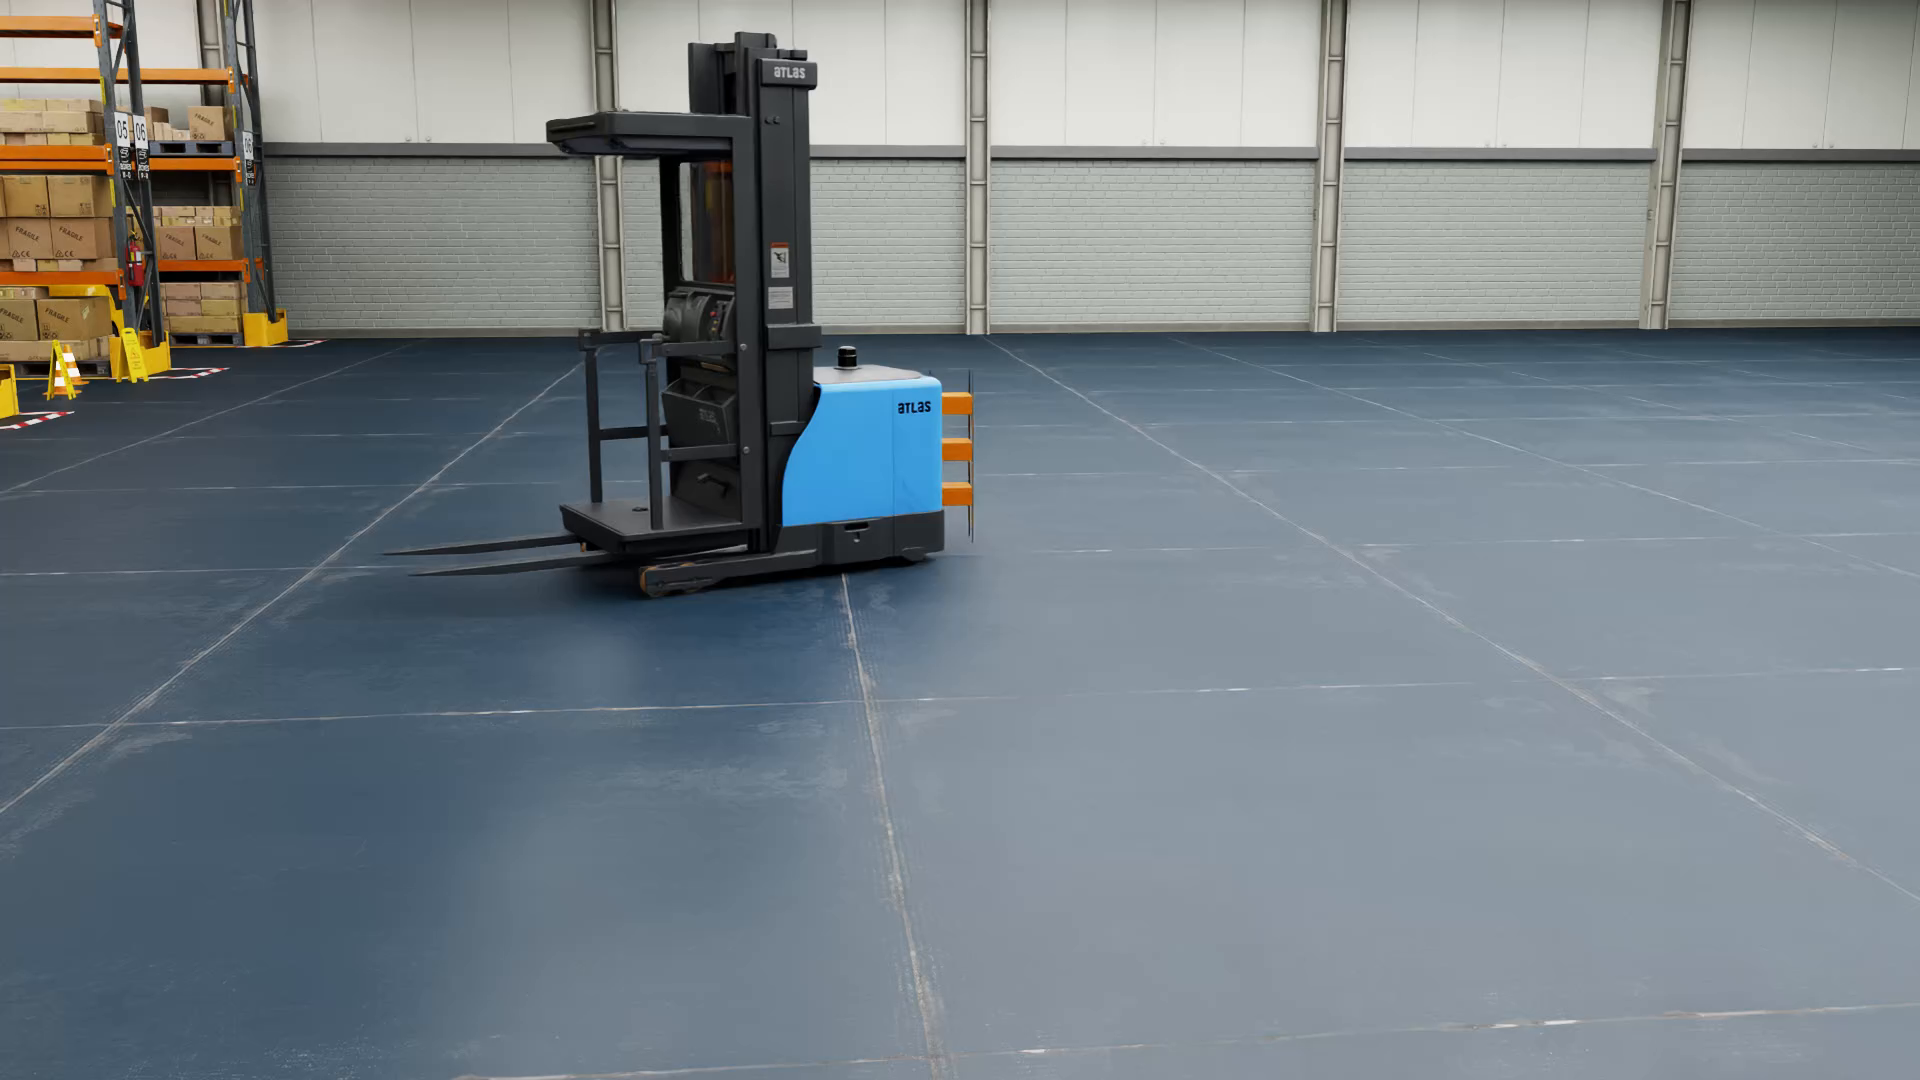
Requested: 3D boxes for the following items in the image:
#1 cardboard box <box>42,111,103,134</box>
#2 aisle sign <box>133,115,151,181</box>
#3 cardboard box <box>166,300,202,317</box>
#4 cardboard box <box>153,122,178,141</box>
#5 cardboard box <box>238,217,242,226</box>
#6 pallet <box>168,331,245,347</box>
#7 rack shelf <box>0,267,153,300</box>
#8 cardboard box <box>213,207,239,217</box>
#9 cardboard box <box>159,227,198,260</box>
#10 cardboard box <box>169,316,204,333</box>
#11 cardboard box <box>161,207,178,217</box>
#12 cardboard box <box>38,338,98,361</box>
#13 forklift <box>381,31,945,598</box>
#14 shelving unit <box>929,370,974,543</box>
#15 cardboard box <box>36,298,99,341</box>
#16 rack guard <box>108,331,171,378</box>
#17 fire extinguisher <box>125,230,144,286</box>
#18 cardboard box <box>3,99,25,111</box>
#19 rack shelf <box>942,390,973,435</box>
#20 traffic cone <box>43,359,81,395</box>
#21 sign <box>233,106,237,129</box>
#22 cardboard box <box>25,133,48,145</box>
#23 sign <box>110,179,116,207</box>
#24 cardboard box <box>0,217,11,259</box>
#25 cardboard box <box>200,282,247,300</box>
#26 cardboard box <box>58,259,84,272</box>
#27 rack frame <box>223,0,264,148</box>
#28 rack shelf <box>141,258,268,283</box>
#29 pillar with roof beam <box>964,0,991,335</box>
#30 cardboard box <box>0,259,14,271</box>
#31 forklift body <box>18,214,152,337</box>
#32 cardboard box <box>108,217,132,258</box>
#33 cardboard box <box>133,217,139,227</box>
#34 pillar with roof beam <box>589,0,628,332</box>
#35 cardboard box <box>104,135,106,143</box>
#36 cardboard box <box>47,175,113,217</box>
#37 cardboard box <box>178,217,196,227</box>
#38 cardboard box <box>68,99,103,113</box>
[{"bbox_3d":[-10.792,-5.071,20.226,0.500,0.250,0.500,-1,11,-7],"label":"cardboard box"},{"bbox_3d":[-10.284,-4.925,20.905,0.004,0.787,0.394,-1,11,-6],"label":"aisle sign"},{"bbox_3d":[-11.802,-3.564,25.466,0.500,0.250,0.500,-1,11,-7],"label":"cardboard box"},{"bbox_3d":[-11.895,-6.121,24.951,0.258,0.266,0.396,-1,11,-6],"label":"cardboard box"},{"bbox_3d":[-11.217,-4.951,25.833,0.250,0.149,0.380,-1,11,-8],"label":"cardboard box"},{"bbox_3d":[-11.607,-3.148,25.835,1.213,0.211,1.003,-1,11,-6],"label":"pallet"},{"bbox_3d":[-12.300,-3.194,20.704,4.000,0.370,1.077,-1,11,-6],"label":"rack shelf"},{"bbox_3d":[-11.185,-5.006,25.344,0.250,0.149,0.380,-1,11,-6],"label":"cardboard box"},{"bbox_3d":[-11.829,-4.520,25.325,0.500,0.500,0.500,-1,11,-4],"label":"cardboard box"},{"bbox_3d":[-11.780,-3.319,25.512,0.500,0.250,0.500,-1,11,-6],"label":"cardboard box"},{"bbox_3d":[-11.940,-4.993,25.280,0.250,0.149,0.380,-1,11,-6],"label":"cardboard box"},{"bbox_3d":[-11.110,-2.377,20.721,0.500,0.250,0.500,-1,11,-6],"label":"cardboard box"},{"bbox_3d":[-1.622,-1.248,9.120,3.031,2.935,1.130,-6,13,-30],"label":"forklift"},{"bbox_3d":[-0.053,-0.514,10.261,0.252,1.050,0.215,-1,11,-6],"label":"shelving unit"},{"bbox_3d":[-11.080,-2.747,20.660,0.500,0.500,0.500,-1,11,-6],"label":"cardboard box"},{"bbox_3d":[-10.387,-2.361,21.080,0.348,0.500,1.175,-1,11,-6],"label":"rack guard"},{"bbox_3d":[-10.148,-3.465,20.417,0.183,0.674,0.296,-1,11,-6],"label":"fire extinguisher"},{"bbox_3d":[-11.386,-5.263,20.170,0.250,0.149,0.380,-1,11,-6],"label":"cardboard box"},{"bbox_3d":[-0.053,-0.782,10.208,0.240,0.259,0.215,-1,11,-6],"label":"rack shelf"},{"bbox_3d":[-10.142,-1.882,18.741,0.334,0.463,0.336,-1,11,-6],"label":"traffic cone"},{"bbox_3d":[-10.807,-6.304,24.790,0.005,0.325,0.100,-1,11,-6],"label":"sign"},{"bbox_3d":[-11.148,-4.866,20.218,0.250,0.149,0.380,-1,11,-4],"label":"cardboard box"},{"bbox_3d":[-10.272,-4.205,20.161,0.005,0.325,0.100,-1,11,-6],"label":"sign"},{"bbox_3d":[-11.818,-3.700,20.384,0.500,0.500,0.500,-1,11,-6],"label":"cardboard box"},{"bbox_3d":[-11.276,-3.819,25.464,0.500,0.250,0.500,-1,11,-4],"label":"cardboard box"},{"bbox_3d":[-10.900,-3.390,20.488,0.250,0.149,0.380,-1,11,-7],"label":"cardboard box"},{"bbox_3d":[-10.852,-7.484,25.110,0.127,3.000,1.000,-1,11,-6],"label":"rack frame"},{"bbox_3d":[-12.840,-4.146,25.546,4.000,0.370,1.077,-1,11,-6],"label":"rack shelf"},{"bbox_3d":[0.754,-7.067,22.987,0.400,9.000,9.100,-1,11,-6],"label":"pillar with roof beam"},{"bbox_3d":[-11.680,-3.399,20.535,0.250,0.149,0.380,-1,11,-5],"label":"cardboard box"},{"bbox_3d":[-12.540,-3.735,23.790,1.214,2.155,2.313,-1,11,-6],"label":"forklift body"},{"bbox_3d":[-10.813,-3.827,21.029,0.500,0.500,0.500,-1,11,-7],"label":"cardboard box"},{"bbox_3d":[-12.439,-4.816,25.146,0.250,0.149,0.380,-1,11,-6],"label":"cardboard box"},{"bbox_3d":[-5.211,-6.942,22.351,0.400,9.000,9.100,-1,11,-6],"label":"pillar with roof beam"},{"bbox_3d":[-10.677,-4.993,20.863,0.250,0.149,0.380,-1,11,-6],"label":"cardboard box"},{"bbox_3d":[-10.796,-4.222,20.445,0.500,0.500,0.700,-1,11,-7],"label":"cardboard box"},{"bbox_3d":[-11.682,-4.842,25.282,0.250,0.149,0.380,-1,11,-5],"label":"cardboard box"},{"bbox_3d":[-10.616,-5.265,20.181,0.250,0.149,0.380,-1,11,-6],"label":"cardboard box"}]
